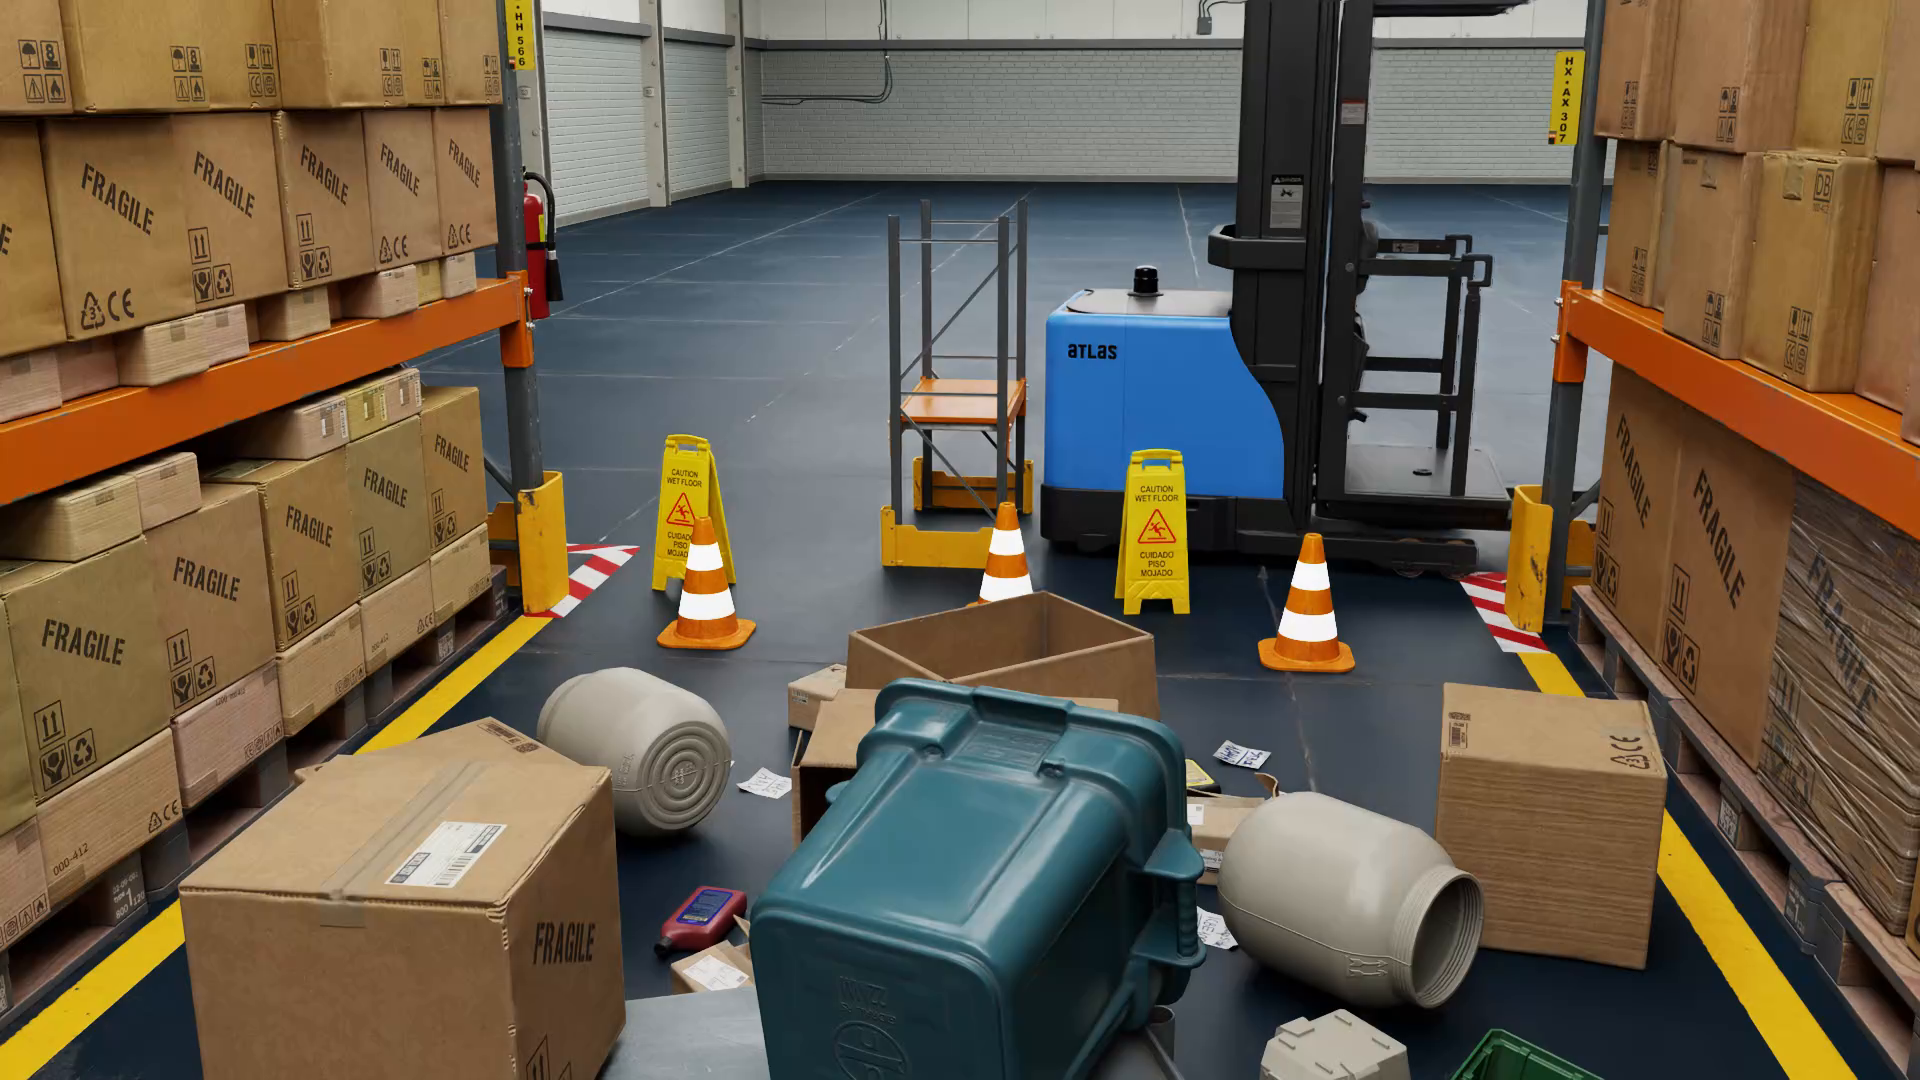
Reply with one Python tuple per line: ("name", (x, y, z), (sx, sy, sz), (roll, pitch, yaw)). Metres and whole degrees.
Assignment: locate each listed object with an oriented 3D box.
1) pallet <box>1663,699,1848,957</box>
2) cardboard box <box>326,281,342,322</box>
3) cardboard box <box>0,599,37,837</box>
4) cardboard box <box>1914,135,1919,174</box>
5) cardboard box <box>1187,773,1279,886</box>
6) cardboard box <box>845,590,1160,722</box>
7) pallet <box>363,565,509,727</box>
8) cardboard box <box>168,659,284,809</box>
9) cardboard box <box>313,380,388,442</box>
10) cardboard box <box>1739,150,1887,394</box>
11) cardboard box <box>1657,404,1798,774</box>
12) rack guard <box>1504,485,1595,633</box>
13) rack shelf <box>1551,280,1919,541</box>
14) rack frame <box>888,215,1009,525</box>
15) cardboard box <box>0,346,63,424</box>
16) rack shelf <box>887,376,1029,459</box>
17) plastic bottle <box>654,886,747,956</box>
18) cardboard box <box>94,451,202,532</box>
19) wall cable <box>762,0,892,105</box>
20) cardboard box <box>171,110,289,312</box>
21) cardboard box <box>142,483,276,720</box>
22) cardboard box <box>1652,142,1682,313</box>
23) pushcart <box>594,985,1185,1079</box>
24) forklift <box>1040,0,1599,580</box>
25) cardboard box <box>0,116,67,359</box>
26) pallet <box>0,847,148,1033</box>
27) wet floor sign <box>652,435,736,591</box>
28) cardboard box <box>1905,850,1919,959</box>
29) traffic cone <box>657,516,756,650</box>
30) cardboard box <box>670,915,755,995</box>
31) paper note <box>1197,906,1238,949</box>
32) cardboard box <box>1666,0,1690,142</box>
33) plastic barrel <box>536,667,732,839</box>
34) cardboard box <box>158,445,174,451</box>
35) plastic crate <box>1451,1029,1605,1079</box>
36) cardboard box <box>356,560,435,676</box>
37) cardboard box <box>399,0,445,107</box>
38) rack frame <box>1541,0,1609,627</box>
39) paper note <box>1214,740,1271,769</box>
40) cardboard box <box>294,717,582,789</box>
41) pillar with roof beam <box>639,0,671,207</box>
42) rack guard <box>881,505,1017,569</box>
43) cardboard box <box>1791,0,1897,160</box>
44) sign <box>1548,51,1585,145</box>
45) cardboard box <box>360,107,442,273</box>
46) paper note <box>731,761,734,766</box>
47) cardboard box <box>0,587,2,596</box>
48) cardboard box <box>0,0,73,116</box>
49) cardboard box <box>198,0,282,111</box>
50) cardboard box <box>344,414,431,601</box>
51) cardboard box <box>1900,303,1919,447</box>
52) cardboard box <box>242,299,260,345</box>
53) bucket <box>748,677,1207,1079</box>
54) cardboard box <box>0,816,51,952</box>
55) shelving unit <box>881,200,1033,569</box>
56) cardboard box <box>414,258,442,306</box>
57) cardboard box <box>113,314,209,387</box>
("pallet", (2.582, 0.755, 4.467), (1.003, 0.211, 1.213), (2, 15, 6))
("cardboard box", (-2.161, -0.747, 5.159), (0.380, 0.149, 0.250), (2, 15, 7))
("cardboard box", (-2.311, 0.419, 3.394), (0.500, 0.500, 0.500), (2, 15, 9))
("cardboard box", (2.306, -0.914, 2.939), (0.875, 0.550, 0.550), (2, 15, 6))
("cardboard box", (0.647, 0.740, 4.415), (0.396, 0.266, 0.258), (4, 16, 16))
("cardboard box", (0.122, 0.499, 4.853), (0.797, 0.503, 0.637), (-10, 18, -32))
("pallet", (-2.330, 0.339, 6.004), (1.003, 0.211, 1.213), (2, 15, 6))
("cardboard box", (-2.205, 0.504, 4.514), (0.500, 0.250, 0.500), (1, 15, 6))
("cardboard box", (-2.032, -0.409, 5.212), (0.380, 0.149, 0.250), (2, 15, 7))
("cardboard box", (2.491, -0.668, 4.099), (0.875, 0.550, 0.500), (2, 15, 6))
("cardboard box", (2.627, 0.112, 4.766), (0.875, 0.875, 0.875), (1, 15, 5))
("rack guard", (2.738, 0.084, 6.395), (1.175, 0.500, 0.348), (2, 15, 6))
("rack shelf", (2.509, -0.251, 4.221), (1.077, 0.370, 4.000), (2, 15, 6))
("rack frame", (-0.048, -0.614, 7.061), (0.500, 1.500, 0.032), (2, 15, 6))
("cardboard box", (-2.253, -0.350, 3.691), (0.380, 0.149, 0.250), (2, 15, 8))
("rack shelf", (0.010, -0.572, 7.595), (0.538, 0.185, 1.000), (2, 15, 6))
("plastic bottle", (-0.637, 0.940, 4.068), (0.133, 0.061, 0.283), (4, 16, 16))
("cardboard box", (-2.154, -0.128, 4.174), (0.380, 0.149, 0.250), (3, 15, 9))
("wall cable", (-3.070, -11.131, 37.534), (3.097, 2.526, 0.112), (2, 15, 6))
("cardboard box", (-2.179, -0.889, 4.442), (0.500, 0.500, 0.500), (2, 15, 7))
("cardboard box", (-2.203, 0.145, 4.406), (0.500, 0.500, 0.500), (3, 15, 9))
("cardboard box", (2.698, -0.948, 5.135), (0.875, 0.550, 0.550), (2, 15, 6))
("pushcart", (-0.375, 1.121, 2.793), (1.648, 0.377, 0.936), (-4, 16, -13))
("forklift", (1.932, -1.396, 7.211), (3.031, 2.935, 1.130), (3, 15, 12))
("cardboard box", (-2.286, -0.628, 3.475), (0.500, 0.500, 0.500), (2, 15, 6))
("pallet", (-2.606, 0.972, 3.663), (1.003, 0.211, 1.213), (2, 15, 6))
("wet floor sign", (-1.110, -0.118, 6.861), (0.267, 0.644, 0.232), (7, 17, 25))
("cardboard box", (2.424, 0.583, 3.027), (0.875, 0.875, 0.875), (2, 15, 7))
("traffic cone", (-0.962, 0.138, 6.266), (0.336, 0.463, 0.334), (2, 15, 6))
("cardboard box", (-0.422, 0.973, 3.556), (0.258, 0.266, 0.396), (-10, 18, -32))
("paper note", (0.618, 0.952, 4.099), (0.172, 0.023, 0.155), (7, 17, 25))
("cardboard box", (2.684, -1.470, 4.996), (0.875, 0.550, 0.550), (2, 15, 6))
("plastic barrel", (-0.924, 0.588, 4.678), (0.421, 0.421, 0.512), (-14, 20, -42))
("cardboard box", (-2.682, -0.001, 4.945), (0.500, 0.500, 0.500), (2, 15, 7))
("plastic crate", (1.001, 1.167, 2.878), (0.450, 0.188, 0.662), (22, 25, 31))
("cardboard box", (-2.085, 0.240, 5.491), (0.500, 0.250, 0.500), (2, 15, 6))
("cardboard box", (-2.100, -1.641, 5.307), (0.700, 0.500, 0.500), (2, 15, 7))
("rack frame", (2.735, -1.117, 6.046), (1.000, 3.000, 0.127), (2, 15, 6))
("paper note", (0.876, 0.663, 5.154), (0.144, 0.017, 0.142), (7, 17, 25))
("cardboard box", (-1.173, 0.769, 3.857), (0.500, 0.500, 0.500), (-14, 20, -42))
("pillar with roof beam", (-1.116, -10.221, 28.223), (9.100, 9.000, 0.400), (2, 15, 6))
("rack guard", (-0.048, -0.011, 7.225), (0.587, 0.250, 0.087), (2, 15, 6))
("cardboard box", (2.555, -1.187, 3.951), (0.875, 0.550, 0.500), (2, 15, 6))
("sign", (2.184, -1.591, 5.988), (0.100, 0.325, 0.005), (2, 15, 6))
("cardboard box", (-2.044, -1.150, 5.406), (0.500, 0.500, 0.500), (2, 15, 6))
("paper note", (-0.718, 0.697, 5.065), (0.032, 0.001, 0.123), (2, 15, 6))
("cardboard box", (-2.238, 0.075, 3.423), (0.380, 0.149, 0.250), (2, 15, 7))
("cardboard box", (-2.302, -1.113, 3.355), (0.700, 0.500, 0.500), (2, 15, 7))
("cardboard box", (-2.250, -1.380, 4.343), (0.700, 0.500, 0.500), (2, 15, 6))
("cardboard box", (-2.082, -0.123, 5.396), (0.500, 0.500, 0.500), (2, 15, 8))
("cardboard box", (2.353, -0.391, 3.075), (0.875, 0.550, 0.550), (2, 15, 6))
("cardboard box", (-2.216, -0.616, 4.675), (0.380, 0.149, 0.250), (2, 15, 6))
("bucket", (0.008, 0.664, 2.819), (0.726, 0.611, 0.620), (7, 27, 25))
("cardboard box", (-2.311, 0.781, 3.492), (0.500, 0.250, 0.500), (1, 15, 4))
("shelving unit", (0.009, -0.744, 7.539), (0.587, 1.500, 1.083), (2, 15, 6))
("cardboard box", (-1.993, -0.877, 5.640), (0.380, 0.149, 0.250), (1, 15, 5))
("cardboard box", (-2.138, -0.481, 4.177), (0.380, 0.149, 0.250), (2, 15, 7))
